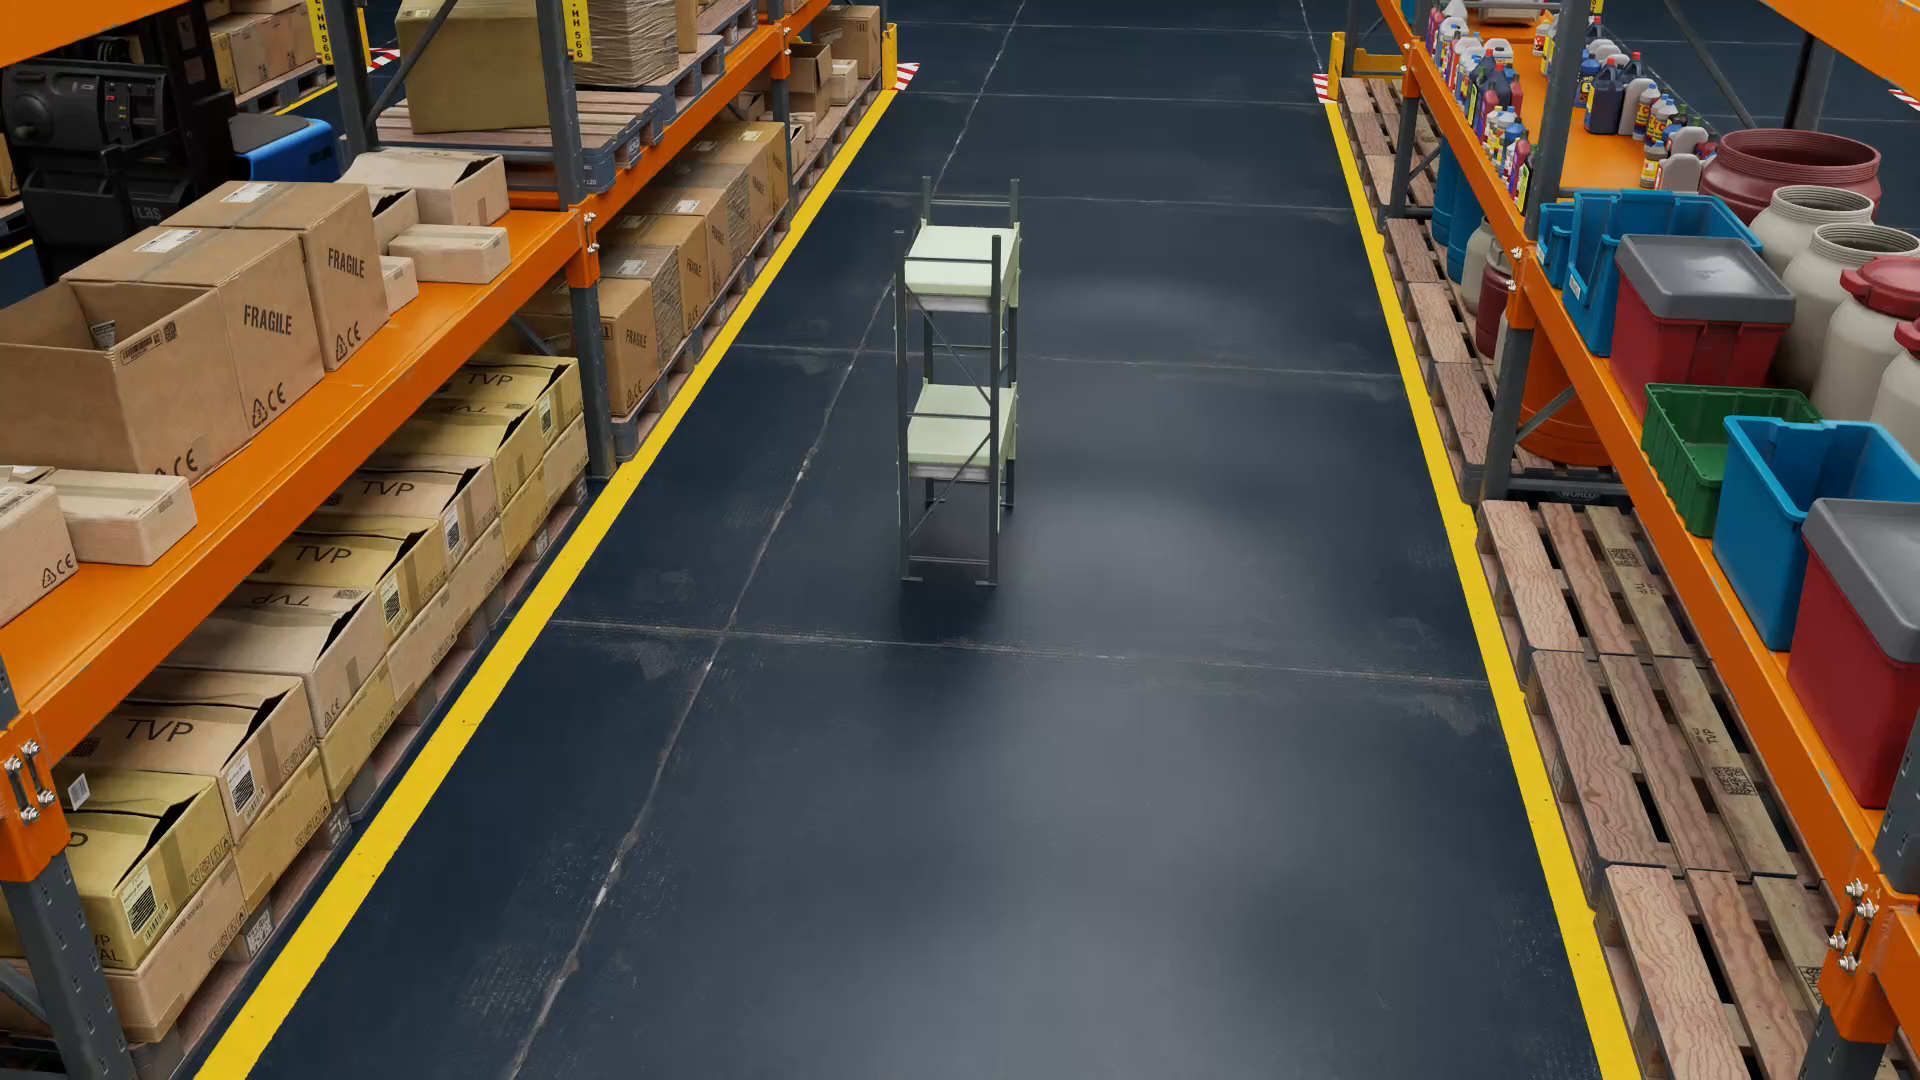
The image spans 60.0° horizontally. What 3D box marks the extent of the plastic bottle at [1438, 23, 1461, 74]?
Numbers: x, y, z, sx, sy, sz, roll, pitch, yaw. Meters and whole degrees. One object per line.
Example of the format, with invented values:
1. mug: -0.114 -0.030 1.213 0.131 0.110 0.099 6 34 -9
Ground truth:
1. plastic bottle: 2.761 -2.766 9.358 0.097 0.271 0.097 0 28 0

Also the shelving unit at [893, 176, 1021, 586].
1. shelving unit: -0.001 -0.657 6.888 0.431 1.500 0.755 3 28 6

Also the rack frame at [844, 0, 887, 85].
1. rack frame: -1.144 -5.416 14.141 1.000 3.000 0.127 3 28 6

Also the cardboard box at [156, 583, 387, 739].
1. cardboard box: -2.187 0.352 5.299 0.500 0.311 0.500 2 28 5

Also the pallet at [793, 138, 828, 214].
1. pallet: -1.549 -2.629 11.907 1.003 0.211 1.213 3 28 6

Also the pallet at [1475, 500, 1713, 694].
1. pallet: 2.658 0.229 6.602 1.003 0.211 1.213 3 28 6

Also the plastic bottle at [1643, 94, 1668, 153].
1. plastic bottle: 3.320 -1.977 7.893 0.097 0.271 0.097 0 28 0

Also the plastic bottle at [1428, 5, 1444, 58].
1. plastic bottle: 2.797 -2.982 9.745 0.061 0.283 0.133 3 28 6

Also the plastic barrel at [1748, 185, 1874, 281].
1. plastic barrel: 2.878 -0.914 5.665 0.421 0.512 0.421 0 28 0

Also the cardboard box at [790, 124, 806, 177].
1. cardboard box: -1.368 -2.728 11.523 0.500 0.311 0.500 3 28 6

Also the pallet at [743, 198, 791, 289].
1. pallet: -1.696 -1.921 10.593 1.003 0.211 1.213 3 28 6

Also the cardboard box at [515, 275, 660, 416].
1. cardboard box: -1.785 -0.941 8.007 0.500 0.500 0.500 5 29 8

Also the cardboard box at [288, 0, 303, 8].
1. cardboard box: -5.882 -4.666 14.257 0.380 0.149 0.250 3 28 6

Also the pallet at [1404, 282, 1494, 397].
1. pallet: 2.999 -1.080 9.031 1.003 0.211 1.213 3 28 6

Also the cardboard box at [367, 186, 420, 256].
1. cardboard box: -2.426 -1.202 6.412 0.500 0.311 0.500 3 28 6

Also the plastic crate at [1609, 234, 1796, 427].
1. plastic crate: 2.290 -0.646 5.219 0.402 0.464 0.583 3 28 6

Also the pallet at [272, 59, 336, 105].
1. pallet: -6.081 -4.094 14.626 1.003 0.211 1.213 3 28 6

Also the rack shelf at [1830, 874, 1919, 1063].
1. rack shelf: 2.056 1.780 1.542 1.077 0.370 4.000 3 28 6

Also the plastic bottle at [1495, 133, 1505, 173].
1. plastic bottle: 2.514 -1.788 7.616 0.097 0.201 0.097 0 28 0

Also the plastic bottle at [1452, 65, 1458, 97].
1. plastic bottle: 2.692 -2.472 8.885 0.097 0.201 0.097 0 28 0

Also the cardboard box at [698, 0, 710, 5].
1. cardboard box: -1.914 -3.552 10.133 0.700 0.500 0.500 -6 29 -11

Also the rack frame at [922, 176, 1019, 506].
1. rack frame: 0.044 -0.829 7.208 0.400 1.500 0.023 3 28 6

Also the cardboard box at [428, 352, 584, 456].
1. cardboard box: -1.944 -0.611 7.086 0.500 0.311 0.500 4 29 8

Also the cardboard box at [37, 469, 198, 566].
1. cardboard box: -2.303 -0.062 4.468 0.380 0.149 0.250 3 28 6

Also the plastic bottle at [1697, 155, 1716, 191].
1. plastic bottle: 3.165 -1.491 6.986 0.152 0.276 0.135 3 28 6

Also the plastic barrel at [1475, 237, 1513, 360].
1. plastic barrel: 2.973 -1.247 8.502 0.600 0.588 0.708 3 28 6

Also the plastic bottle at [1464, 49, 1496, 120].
1. plastic bottle: 2.658 -2.315 8.436 0.144 0.351 0.185 3 28 6

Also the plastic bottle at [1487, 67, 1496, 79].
1. plastic bottle: 2.657 -2.209 8.311 0.061 0.283 0.133 3 28 6

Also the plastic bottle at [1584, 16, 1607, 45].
1. plastic bottle: 3.471 -2.683 9.120 0.144 0.351 0.185 3 28 6

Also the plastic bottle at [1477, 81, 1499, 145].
1. plastic bottle: 2.558 -2.063 8.039 0.061 0.283 0.133 3 28 6

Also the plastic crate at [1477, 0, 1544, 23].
1. plastic crate: 3.481 -3.365 10.548 0.396 0.136 0.243 3 28 6

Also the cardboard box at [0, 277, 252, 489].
1. cardboard box: -2.439 -0.420 4.762 0.500 0.500 0.500 5 29 10

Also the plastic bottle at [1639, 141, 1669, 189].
1. plastic bottle: 3.096 -1.675 7.405 0.097 0.201 0.097 0 28 0

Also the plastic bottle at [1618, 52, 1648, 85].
1. plastic bottle: 3.359 -2.252 8.319 0.144 0.351 0.185 3 28 6

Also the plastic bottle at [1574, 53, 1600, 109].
1. plastic bottle: 3.277 -2.399 8.677 0.097 0.271 0.097 0 28 0

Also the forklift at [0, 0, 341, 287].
1. forklift: -4.392 -2.104 8.065 1.130 2.935 3.031 7 29 13

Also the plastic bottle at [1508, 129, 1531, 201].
1. plastic bottle: 2.446 -1.633 7.242 0.061 0.283 0.133 3 28 6

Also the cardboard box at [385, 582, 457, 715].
1. cardboard box: -2.131 0.359 5.878 0.500 0.250 0.500 4 29 7

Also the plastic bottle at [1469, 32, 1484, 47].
1. plastic bottle: 2.928 -2.790 9.475 0.097 0.201 0.097 0 28 0

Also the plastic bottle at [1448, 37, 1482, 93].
1. plastic bottle: 2.733 -2.558 8.966 0.152 0.276 0.135 3 28 6

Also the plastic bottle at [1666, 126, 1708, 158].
1. plastic bottle: 3.222 -1.709 7.390 0.152 0.276 0.135 3 28 6

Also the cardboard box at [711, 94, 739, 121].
1. cardboard box: -1.846 -2.911 11.663 0.500 0.500 0.500 3 28 6

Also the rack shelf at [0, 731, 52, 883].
1. rack shelf: -2.859 1.490 2.079 1.077 0.370 4.000 3 28 6

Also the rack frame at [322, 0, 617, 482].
1. rack frame: -2.124 -1.651 7.151 1.000 3.000 0.127 3 28 6

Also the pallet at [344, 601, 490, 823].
1. pallet: -2.416 0.535 6.034 1.003 0.211 1.213 3 28 6

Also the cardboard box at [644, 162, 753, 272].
1. cardboard box: -1.541 -1.909 9.803 0.500 0.500 0.500 4 29 7

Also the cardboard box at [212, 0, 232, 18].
1. cardboard box: -6.323 -4.451 13.859 0.380 0.149 0.250 4 29 7

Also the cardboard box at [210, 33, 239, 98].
1. cardboard box: -6.227 -3.728 13.200 0.700 0.500 0.500 4 29 7

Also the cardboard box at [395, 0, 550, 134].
1. cardboard box: -2.159 -2.182 7.590 0.700 0.500 0.500 -6 29 -11

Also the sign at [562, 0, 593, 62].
1. sign: -1.573 -2.130 6.820 0.100 0.325 0.005 3 28 6
